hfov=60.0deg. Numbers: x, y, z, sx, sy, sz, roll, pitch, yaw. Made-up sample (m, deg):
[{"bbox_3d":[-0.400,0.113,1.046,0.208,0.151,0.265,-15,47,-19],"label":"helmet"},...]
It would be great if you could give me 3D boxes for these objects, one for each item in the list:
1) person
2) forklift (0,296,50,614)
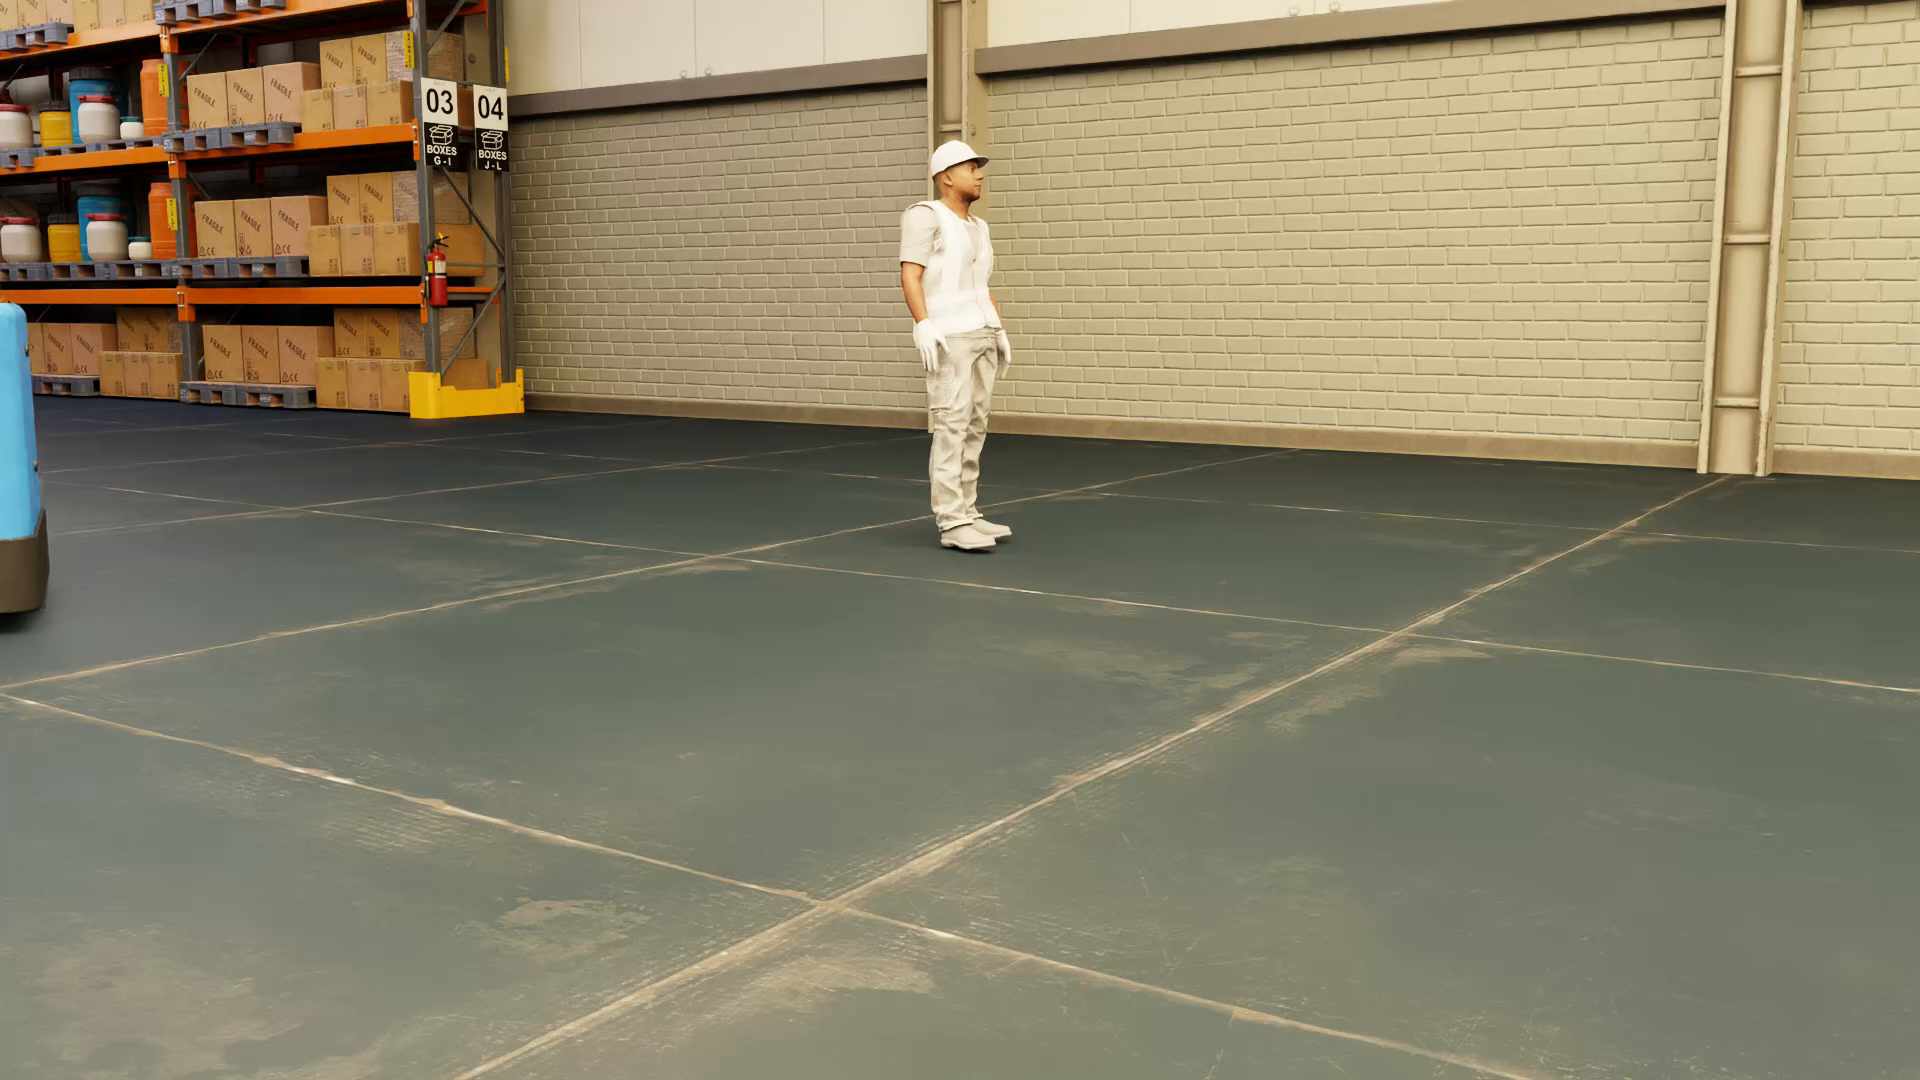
[{"bbox_3d":[0.061,-0.883,7.425,0.559,1.782,0.656,5,10,34],"label":"person"},{"bbox_3d":[-13.481,-2.211,12.741,11.713,2.935,23.089,-4,9,-27],"label":"forklift"}]
